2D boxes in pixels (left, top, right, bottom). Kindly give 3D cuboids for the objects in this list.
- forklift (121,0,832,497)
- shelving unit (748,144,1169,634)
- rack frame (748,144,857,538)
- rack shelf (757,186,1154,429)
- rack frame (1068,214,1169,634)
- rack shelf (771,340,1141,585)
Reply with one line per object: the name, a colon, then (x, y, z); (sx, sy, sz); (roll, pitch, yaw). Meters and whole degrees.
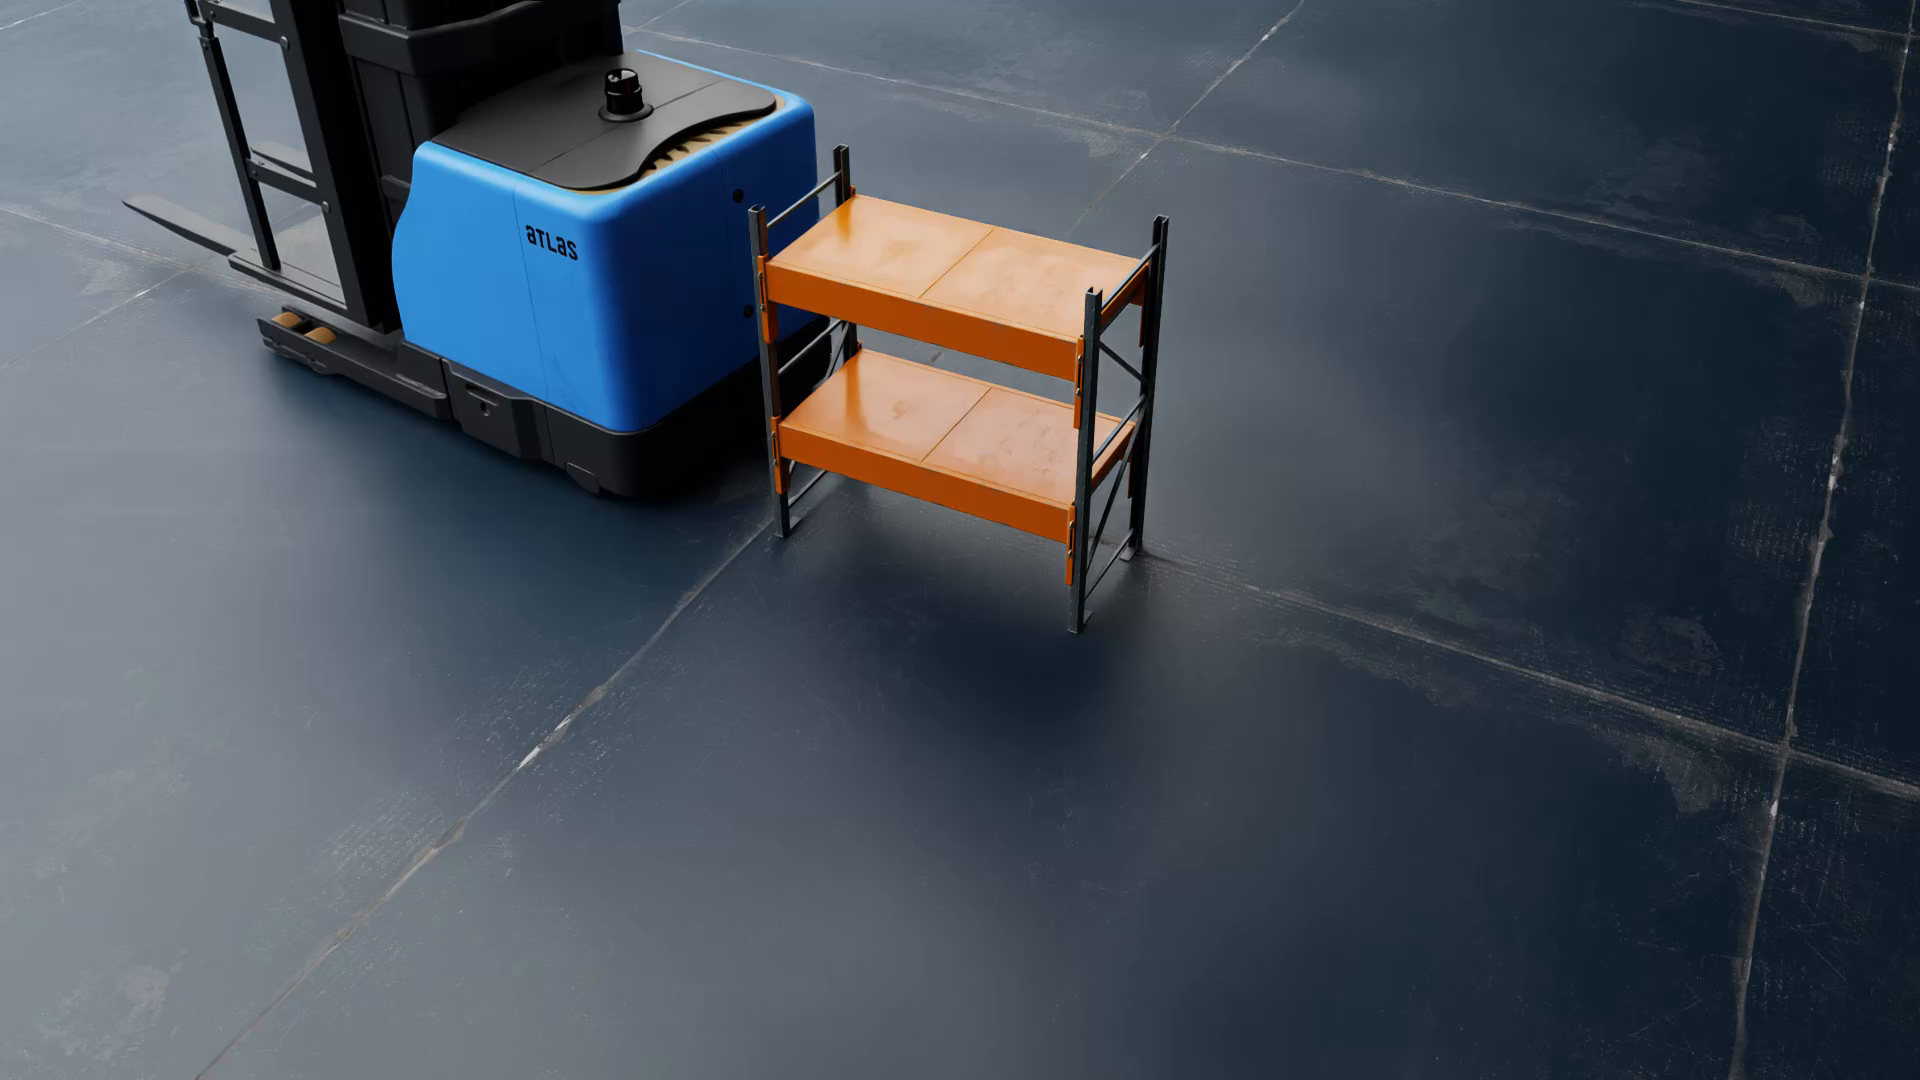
forklift: (-1.954, -2.007, 5.470); (3.031, 2.935, 1.130); (23, 43, 27)
shelving unit: (-0.006, -0.450, 4.912); (1.048, 1.125, 0.538); (17, 41, 21)
rack frame: (-0.457, -0.591, 5.099); (0.032, 1.125, 0.500); (17, 41, 21)
rack shelf: (-0.006, -0.683, 4.735); (1.000, 0.278, 0.538); (17, 41, 21)
rack frame: (0.445, -0.309, 4.726); (0.032, 1.125, 0.500); (17, 41, 21)
rack shelf: (-0.006, -0.255, 5.060); (1.000, 0.278, 0.538); (17, 41, 21)
